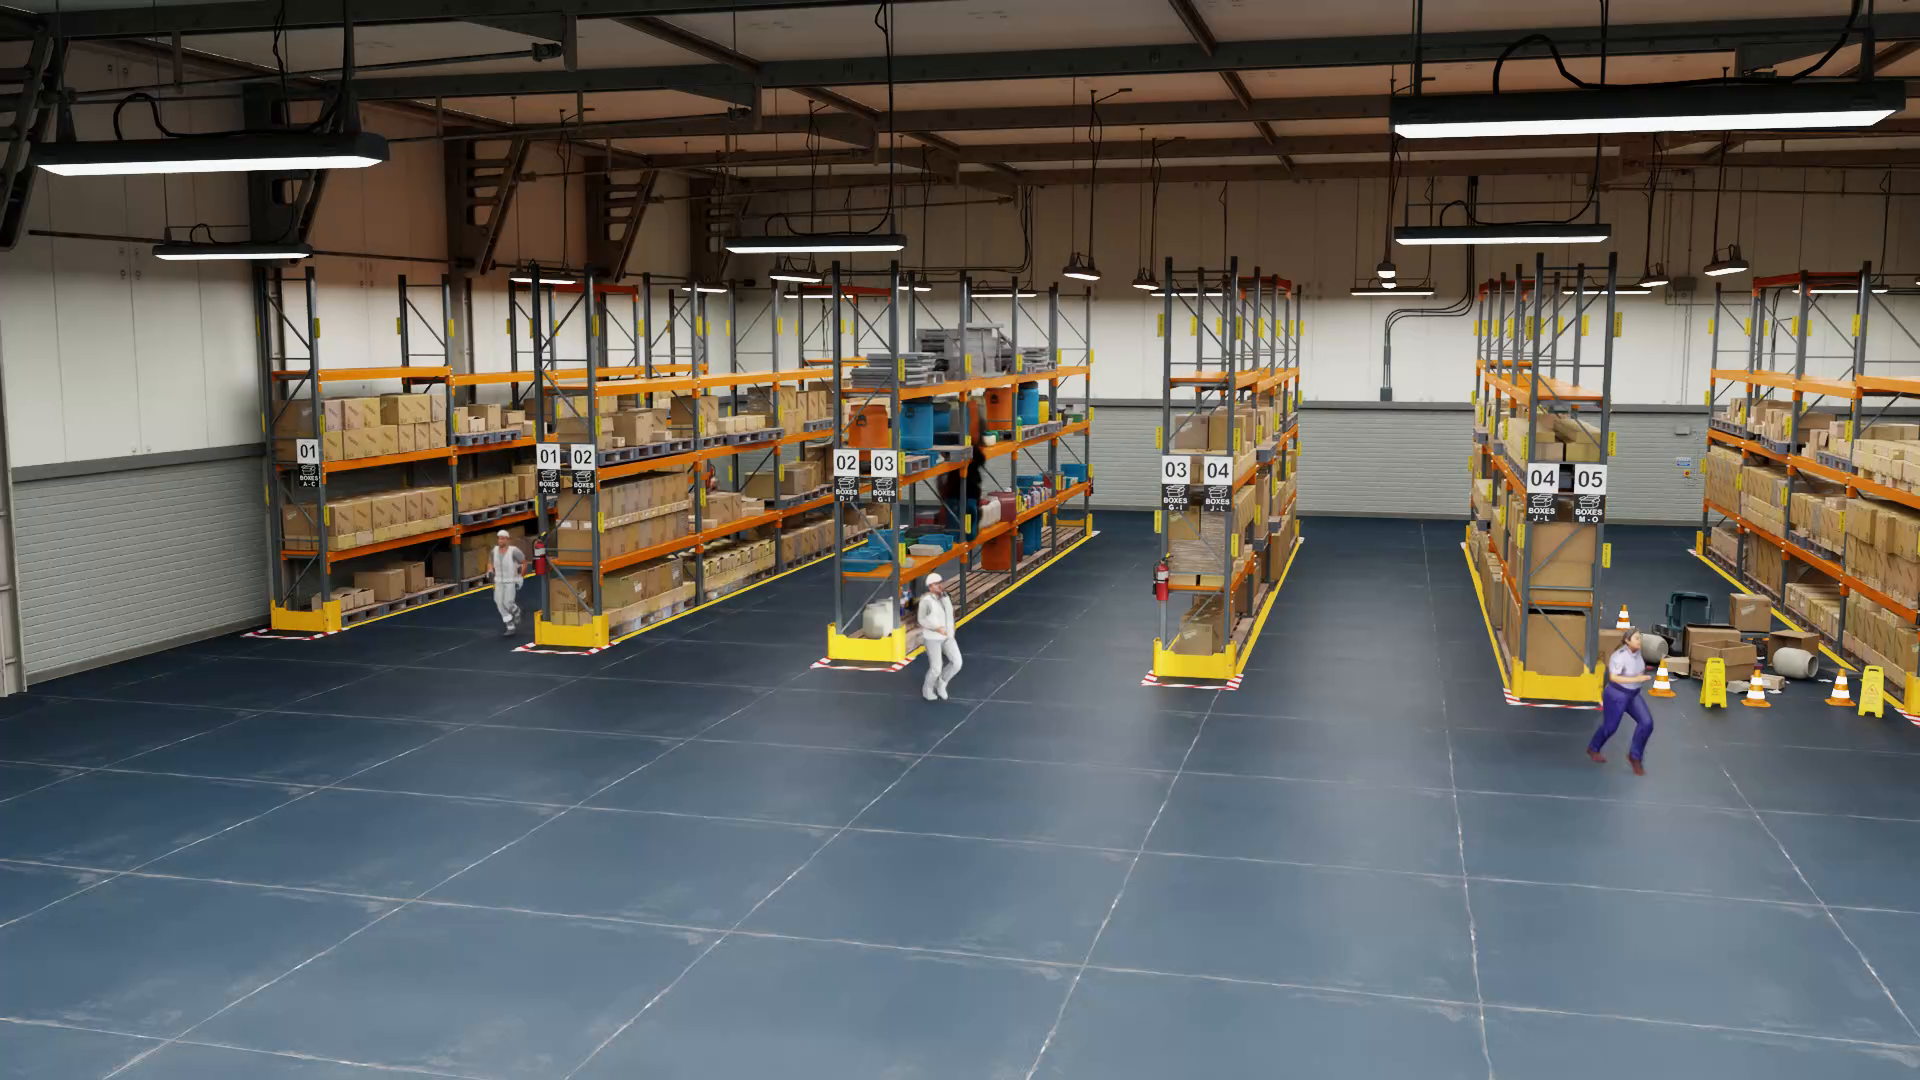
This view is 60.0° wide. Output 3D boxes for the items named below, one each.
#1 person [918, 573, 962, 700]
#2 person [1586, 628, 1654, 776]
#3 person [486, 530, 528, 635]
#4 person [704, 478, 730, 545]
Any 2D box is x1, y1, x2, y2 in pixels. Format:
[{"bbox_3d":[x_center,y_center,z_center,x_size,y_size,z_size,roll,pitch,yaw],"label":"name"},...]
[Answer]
[{"bbox_3d":[-0.269,1.306,22.366,0.669,1.734,0.618,-6,9,-38],"label":"person"},{"bbox_3d":[7.502,1.814,18.894,0.622,1.684,0.827,-4,8,-30],"label":"person"},{"bbox_3d":[-7.444,0.700,27.236,0.660,1.744,0.614,2,7,12],"label":"person"},{"bbox_3d":[-5.317,-0.461,36.324,0.674,1.805,1.202,2,7,14],"label":"person"}]
